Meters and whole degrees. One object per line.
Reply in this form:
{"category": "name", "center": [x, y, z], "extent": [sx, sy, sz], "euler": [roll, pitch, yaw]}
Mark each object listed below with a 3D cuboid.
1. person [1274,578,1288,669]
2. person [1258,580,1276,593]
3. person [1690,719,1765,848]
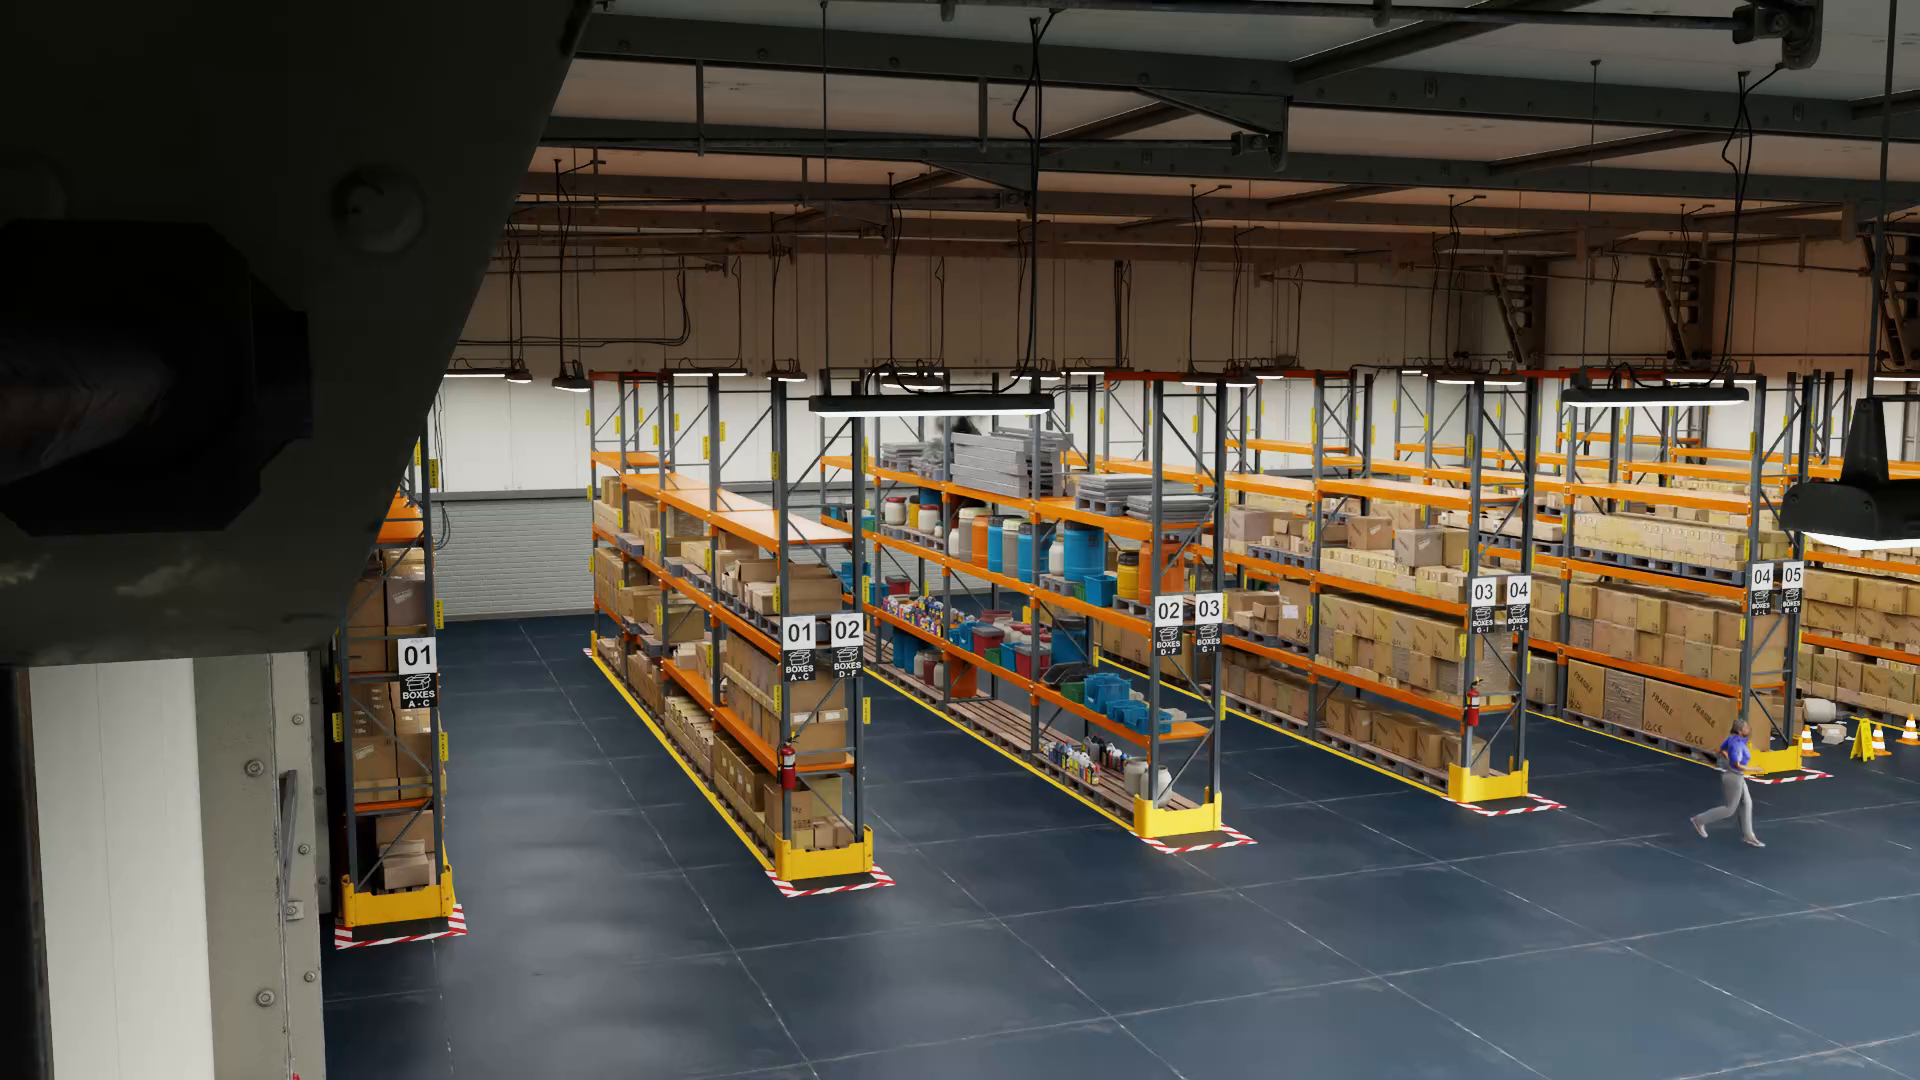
{"category": "person", "center": [6.630, 1.687, 33.832], "extent": [0.662, 1.840, 0.778], "euler": [-3, 7, -25]}
{"category": "person", "center": [7.551, 0.873, 41.249], "extent": [0.766, 1.724, 0.712], "euler": [4, 8, 34]}
{"category": "person", "center": [9.955, 3.170, 21.501], "extent": [0.908, 1.577, 0.588], "euler": [2, 7, 21]}
